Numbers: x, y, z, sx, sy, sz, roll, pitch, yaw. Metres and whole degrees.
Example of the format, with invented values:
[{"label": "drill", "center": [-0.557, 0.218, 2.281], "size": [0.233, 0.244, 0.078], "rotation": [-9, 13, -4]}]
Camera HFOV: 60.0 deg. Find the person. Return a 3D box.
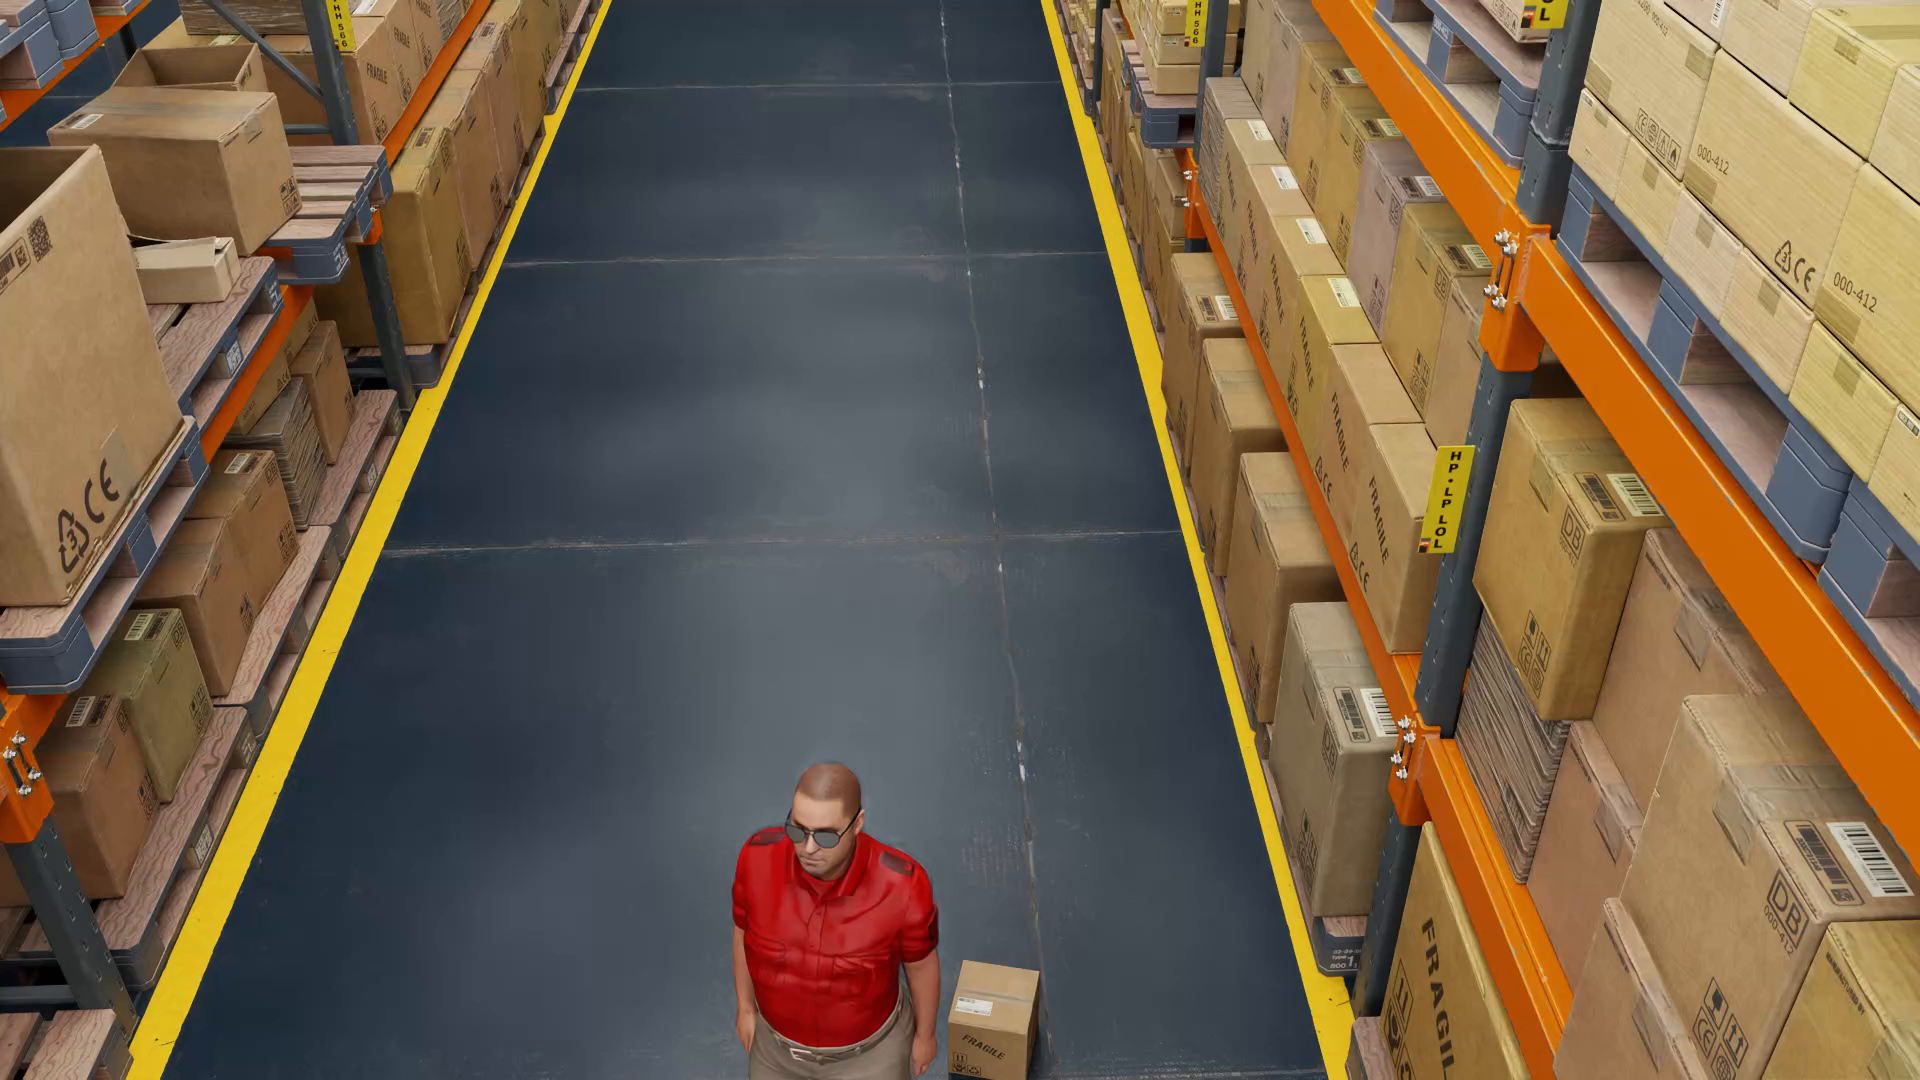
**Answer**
[{"label": "person", "center": [-0.320, 1.239, 4.358], "size": [0.547, 1.709, 0.661], "rotation": [9, 36, 13]}]
